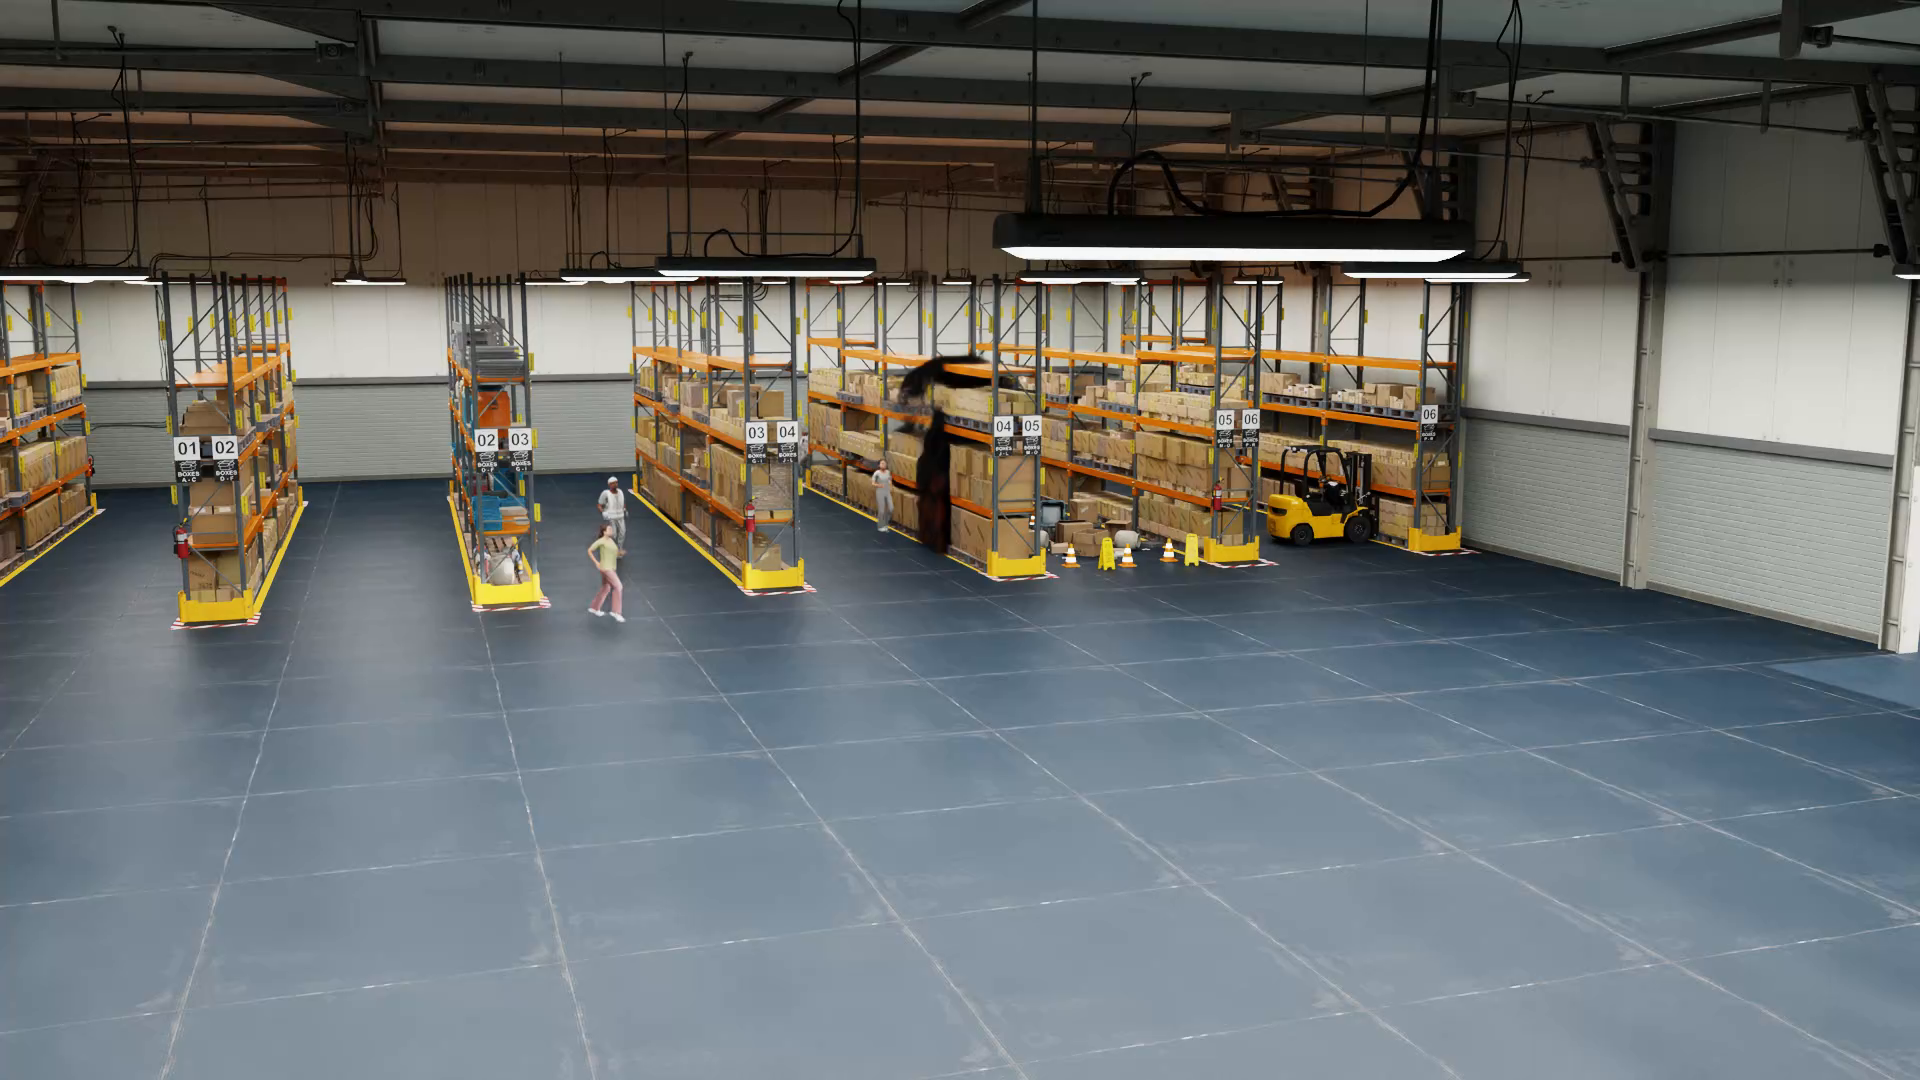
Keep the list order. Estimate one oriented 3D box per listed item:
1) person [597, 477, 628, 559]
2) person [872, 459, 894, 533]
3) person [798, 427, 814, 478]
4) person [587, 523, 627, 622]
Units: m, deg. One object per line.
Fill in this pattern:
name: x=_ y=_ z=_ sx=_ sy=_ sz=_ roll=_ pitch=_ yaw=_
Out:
person: x=-7.406 y=-0.482 z=35.549 sx=0.687 sy=1.743 sz=0.683 roll=-7 pitch=11 yaw=-39
person: x=-1.688 y=-0.983 z=37.305 sx=0.553 sy=1.679 sz=0.566 roll=-4 pitch=10 yaw=-27
person: x=-4.565 y=-2.550 z=49.702 sx=0.740 sy=1.663 sz=0.735 roll=-2 pitch=9 yaw=-14
person: x=-6.134 y=0.559 z=28.849 sx=0.750 sy=1.727 sz=0.549 roll=1 pitch=9 yaw=8
